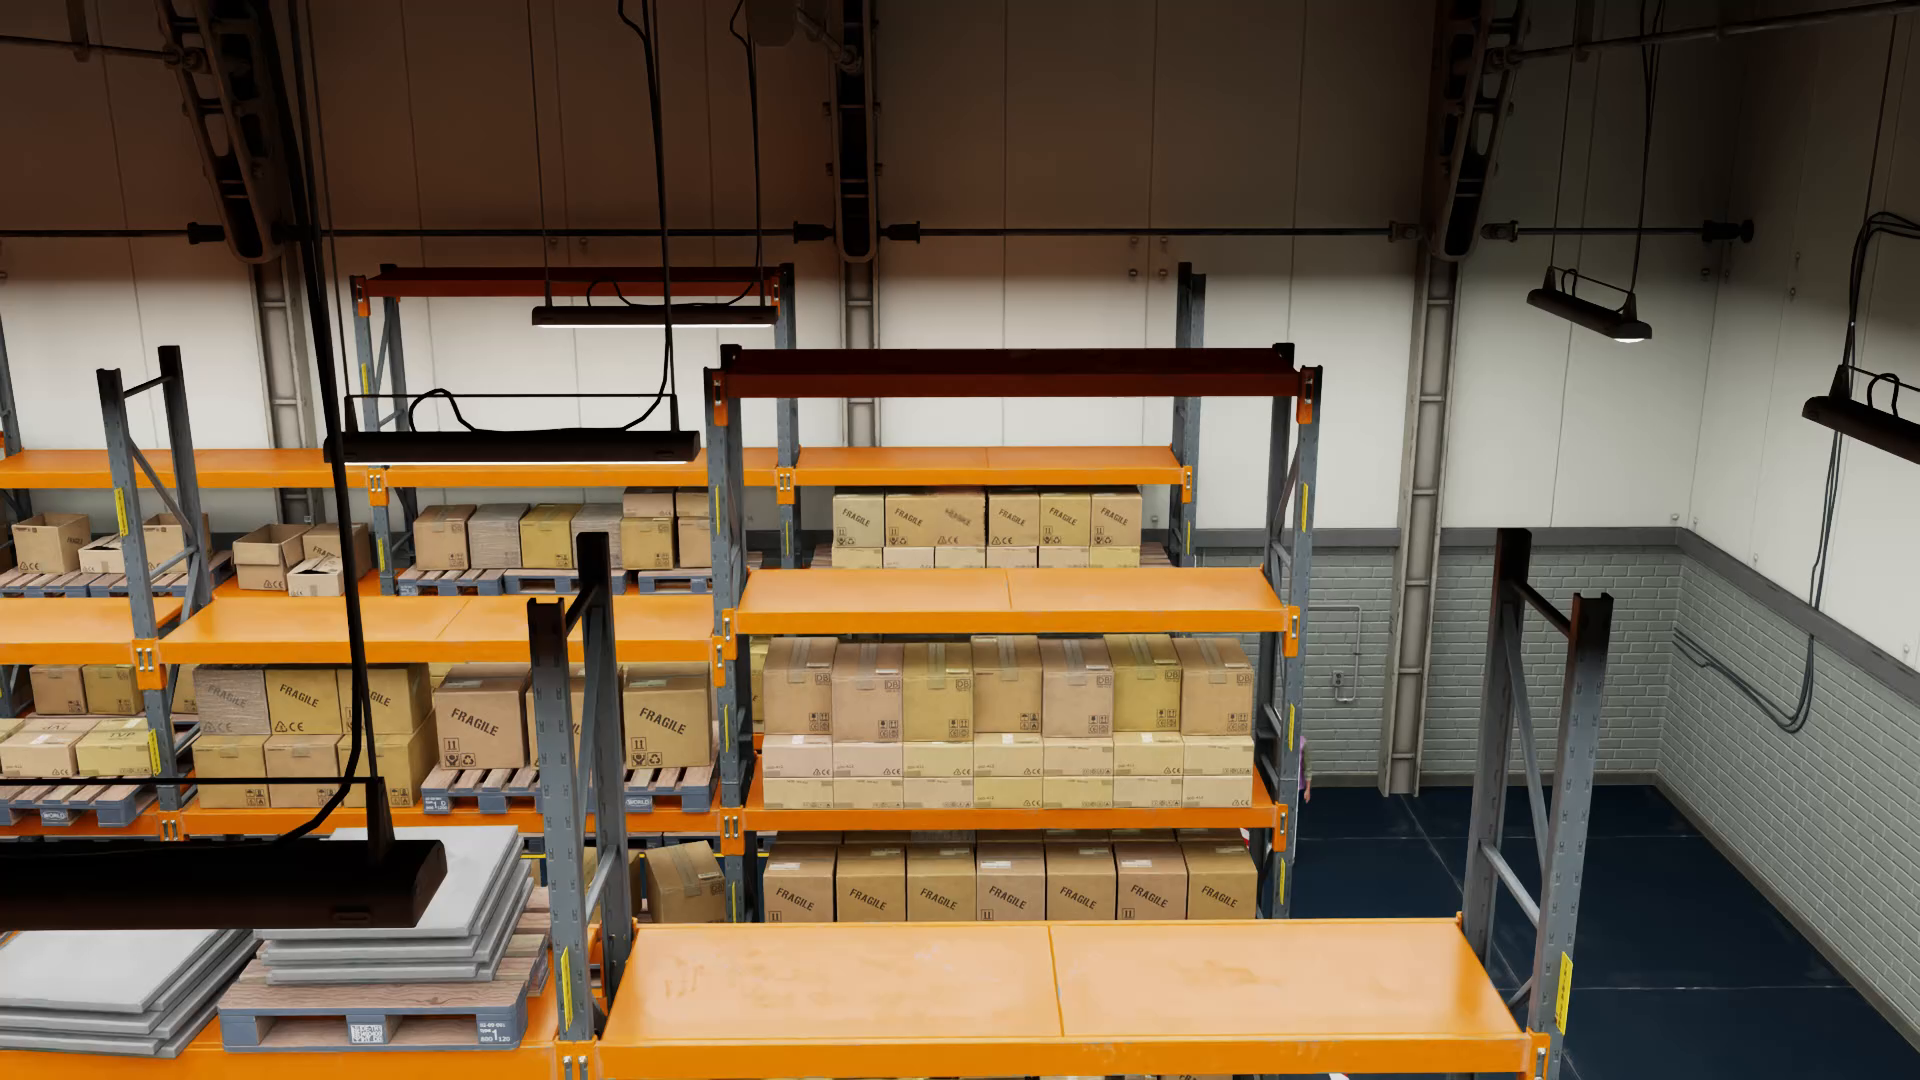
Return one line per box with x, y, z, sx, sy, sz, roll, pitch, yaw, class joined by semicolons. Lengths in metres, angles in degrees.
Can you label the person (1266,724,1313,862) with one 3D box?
3.346;2.546;16.988;0.478;1.627;0.355;4;17;14;person
